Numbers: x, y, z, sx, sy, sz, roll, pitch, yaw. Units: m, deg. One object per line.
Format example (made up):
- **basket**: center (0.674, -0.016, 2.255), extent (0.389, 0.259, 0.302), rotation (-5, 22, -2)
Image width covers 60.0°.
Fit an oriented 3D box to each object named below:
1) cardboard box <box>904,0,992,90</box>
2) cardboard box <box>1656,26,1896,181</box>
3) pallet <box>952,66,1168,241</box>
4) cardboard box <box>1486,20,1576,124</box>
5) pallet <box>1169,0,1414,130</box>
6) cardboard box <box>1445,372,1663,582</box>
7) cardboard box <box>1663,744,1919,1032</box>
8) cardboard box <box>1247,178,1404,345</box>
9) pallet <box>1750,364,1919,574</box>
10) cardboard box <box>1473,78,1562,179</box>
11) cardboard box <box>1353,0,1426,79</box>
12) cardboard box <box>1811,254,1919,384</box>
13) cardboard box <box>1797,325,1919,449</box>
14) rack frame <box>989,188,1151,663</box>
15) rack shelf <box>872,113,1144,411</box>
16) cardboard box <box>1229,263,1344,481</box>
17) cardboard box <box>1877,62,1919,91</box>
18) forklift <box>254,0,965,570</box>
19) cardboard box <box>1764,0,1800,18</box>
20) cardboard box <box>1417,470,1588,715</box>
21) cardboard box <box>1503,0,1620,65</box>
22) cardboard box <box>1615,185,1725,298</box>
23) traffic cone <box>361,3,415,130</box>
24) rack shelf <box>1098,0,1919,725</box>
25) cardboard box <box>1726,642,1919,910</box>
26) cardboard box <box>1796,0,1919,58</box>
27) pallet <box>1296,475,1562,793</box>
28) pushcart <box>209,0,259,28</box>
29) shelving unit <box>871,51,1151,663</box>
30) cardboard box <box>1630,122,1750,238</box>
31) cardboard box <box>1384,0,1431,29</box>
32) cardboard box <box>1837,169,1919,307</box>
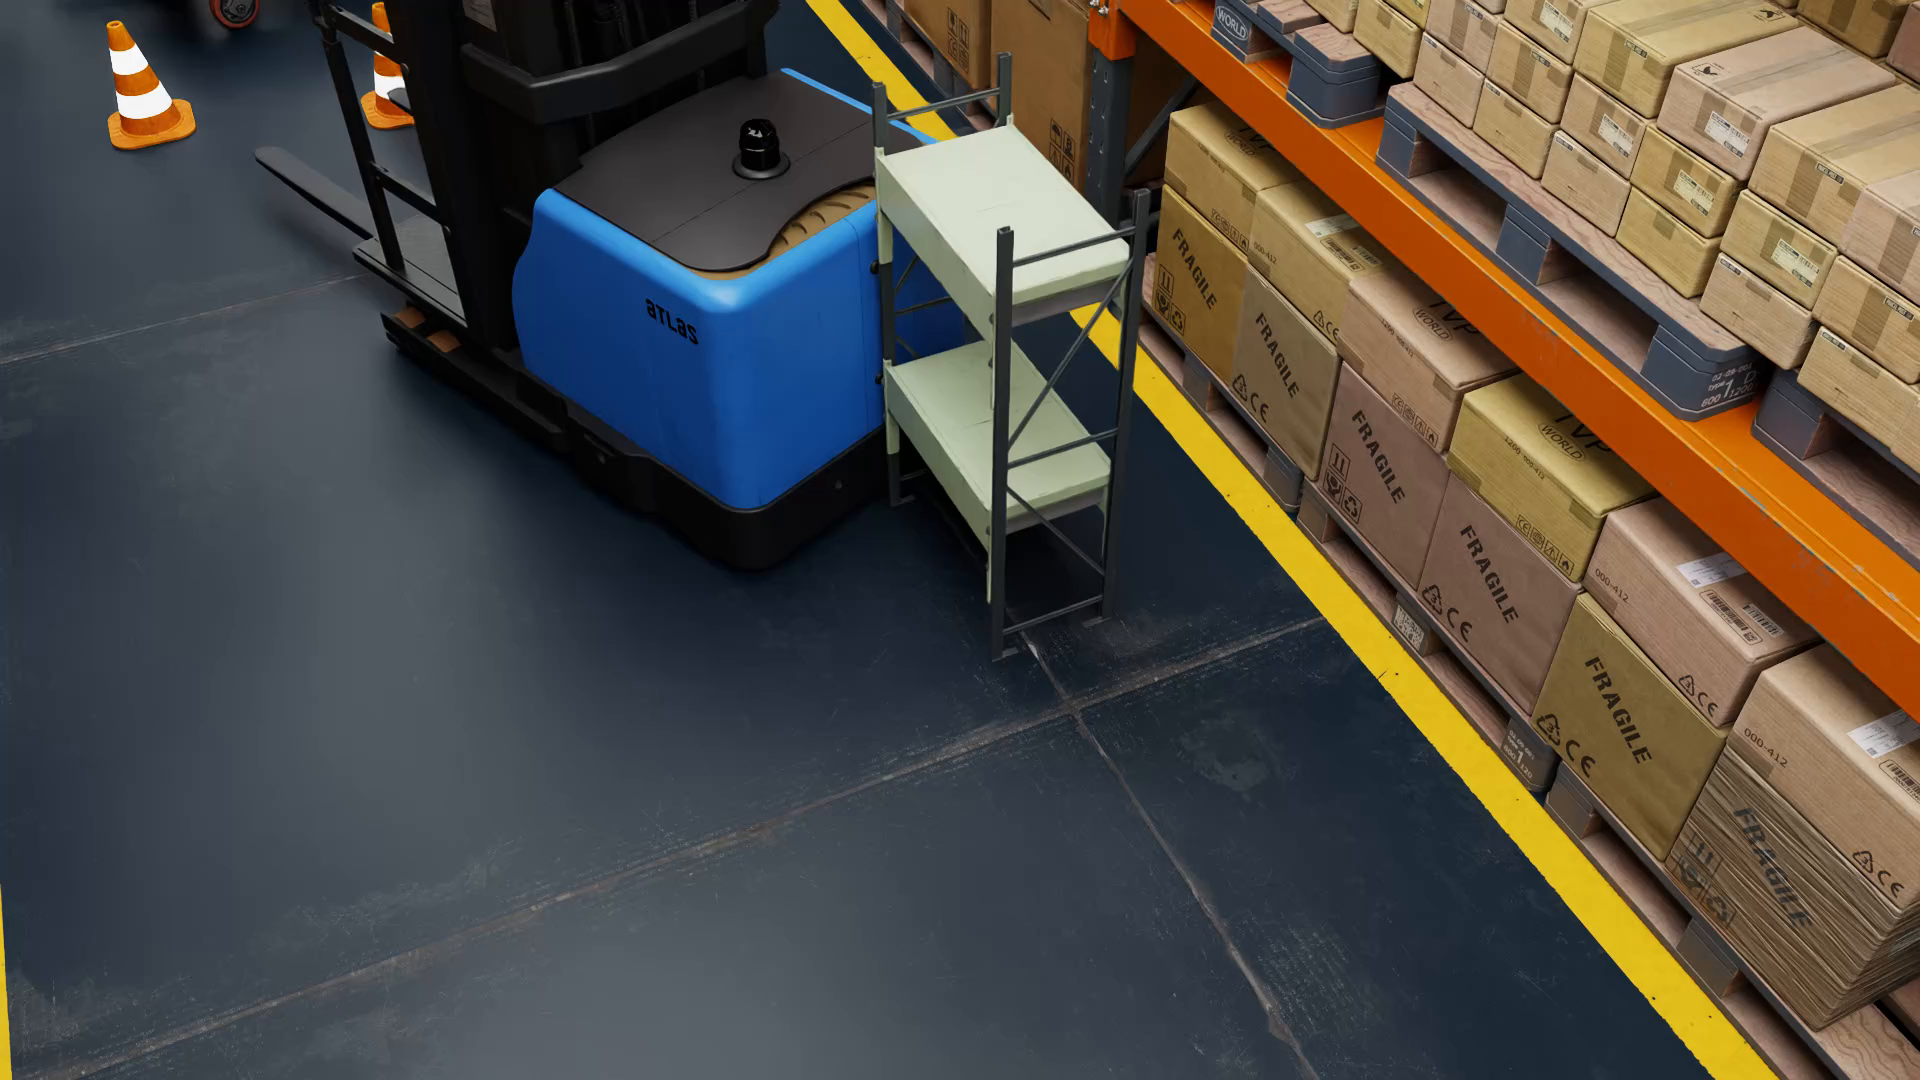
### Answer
- **cardboard box**: center (0.383, -2.492, 6.942), extent (1.050, 0.750, 0.750), rotation (-17, 47, -17)
- **cardboard box**: center (1.716, -0.924, 3.507), extent (0.380, 0.149, 0.250), rotation (-20, 48, -19)
- **pallet**: center (0.664, -1.704, 6.827), extent (1.003, 0.211, 1.213), rotation (-18, 47, -17)
- **cardboard box**: center (1.491, -1.151, 3.949), extent (0.380, 0.149, 0.250), rotation (-18, 48, -18)
- **pallet**: center (1.324, -1.681, 4.955), extent (1.213, 0.211, 1.003), rotation (-18, 47, -17)
- **cardboard box**: center (1.628, -0.214, 4.278), extent (0.500, 0.250, 0.500), rotation (-20, 48, -19)
- **cardboard box**: center (2.070, 0.720, 3.866), extent (0.500, 0.500, 0.500), rotation (-19, 48, -18)
- **cardboard box**: center (1.211, -0.865, 4.938), extent (0.500, 0.250, 0.500), rotation (-19, 48, -18)
- **pallet**: center (2.420, -0.085, 3.337), extent (1.003, 0.211, 1.213), rotation (-18, 47, -17)
- **cardboard box**: center (1.492, -1.043, 4.052), extent (0.380, 0.149, 0.250), rotation (-17, 47, -17)
- **cardboard box**: center (1.274, -1.373, 4.386), extent (0.380, 0.149, 0.250), rotation (-16, 47, -16)
- **cardboard box**: center (1.930, -0.484, 3.273), extent (0.380, 0.149, 0.250), rotation (-19, 48, -19)
- **cardboard box**: center (1.945, -0.363, 3.362), extent (0.380, 0.149, 0.250), rotation (-20, 48, -19)
- **rack frame**: center (0.270, -0.239, 4.424), extent (0.400, 1.500, 0.023), rotation (-19, 48, -18)
- **rack shelf**: center (0.112, -0.749, 4.385), extent (0.431, 0.370, 0.720), rotation (-19, 48, -18)
- **cardboard box**: center (1.208, -0.587, 5.190), extent (0.500, 0.500, 0.500), rotation (-17, 47, -17)
- **cardboard box**: center (2.305, -1.011, 3.807), extent (0.380, 0.149, 0.250), rotation (-19, 48, -18)
- **forklift**: center (-1.399, -1.856, 5.044), extent (3.031, 2.935, 1.130), rotation (32, 53, 28)
- **cardboard box**: center (2.093, -1.337, 4.137), extent (0.380, 0.149, 0.250), rotation (-17, 47, -16)
- **cardboard box**: center (1.643, 0.065, 4.530), extent (0.500, 0.500, 0.500), rotation (-19, 48, -18)
- **cardboard box**: center (1.500, -1.255, 3.843), extent (0.380, 0.149, 0.250), rotation (-17, 47, -16)
- **cardboard box**: center (1.712, -0.707, 3.711), extent (0.380, 0.149, 0.250), rotation (-16, 47, -16)
- **traffic cone**: center (-2.382, -2.026, 6.974), extent (0.336, 0.463, 0.334), rotation (-18, 47, -17)
- **rack shelf**: center (1.769, -0.642, 4.277), extent (1.077, 0.370, 4.000), rotation (-18, 47, -17)
- **cardboard box**: center (2.067, 0.450, 3.605), extent (0.500, 0.250, 0.500), rotation (-19, 48, -18)
- **cardboard box**: center (2.200, -1.276, 3.864), extent (0.380, 0.149, 0.250), rotation (-17, 47, -16)
- **pallet**: center (1.764, 0.095, 5.003), extent (1.003, 0.211, 1.213), rotation (-18, 47, -17)
- **pushcart**: center (-3.155, -2.967, 7.988), extent (1.648, 0.377, 0.936), rotation (-35, 54, -30)
- **shelving unit**: center (0.112, -0.471, 4.659), extent (0.431, 1.500, 0.755), rotation (-19, 48, -18)
- **cardboard box**: center (1.705, -0.823, 3.617), extent (0.380, 0.149, 0.250), rotation (-18, 47, -17)
- **cardboard box**: center (1.286, -1.469, 4.271), extent (0.380, 0.149, 0.250), rotation (-18, 47, -17)
- **cardboard box**: center (1.932, -0.597, 3.175), extent (0.380, 0.149, 0.250), rotation (-18, 47, -18)
